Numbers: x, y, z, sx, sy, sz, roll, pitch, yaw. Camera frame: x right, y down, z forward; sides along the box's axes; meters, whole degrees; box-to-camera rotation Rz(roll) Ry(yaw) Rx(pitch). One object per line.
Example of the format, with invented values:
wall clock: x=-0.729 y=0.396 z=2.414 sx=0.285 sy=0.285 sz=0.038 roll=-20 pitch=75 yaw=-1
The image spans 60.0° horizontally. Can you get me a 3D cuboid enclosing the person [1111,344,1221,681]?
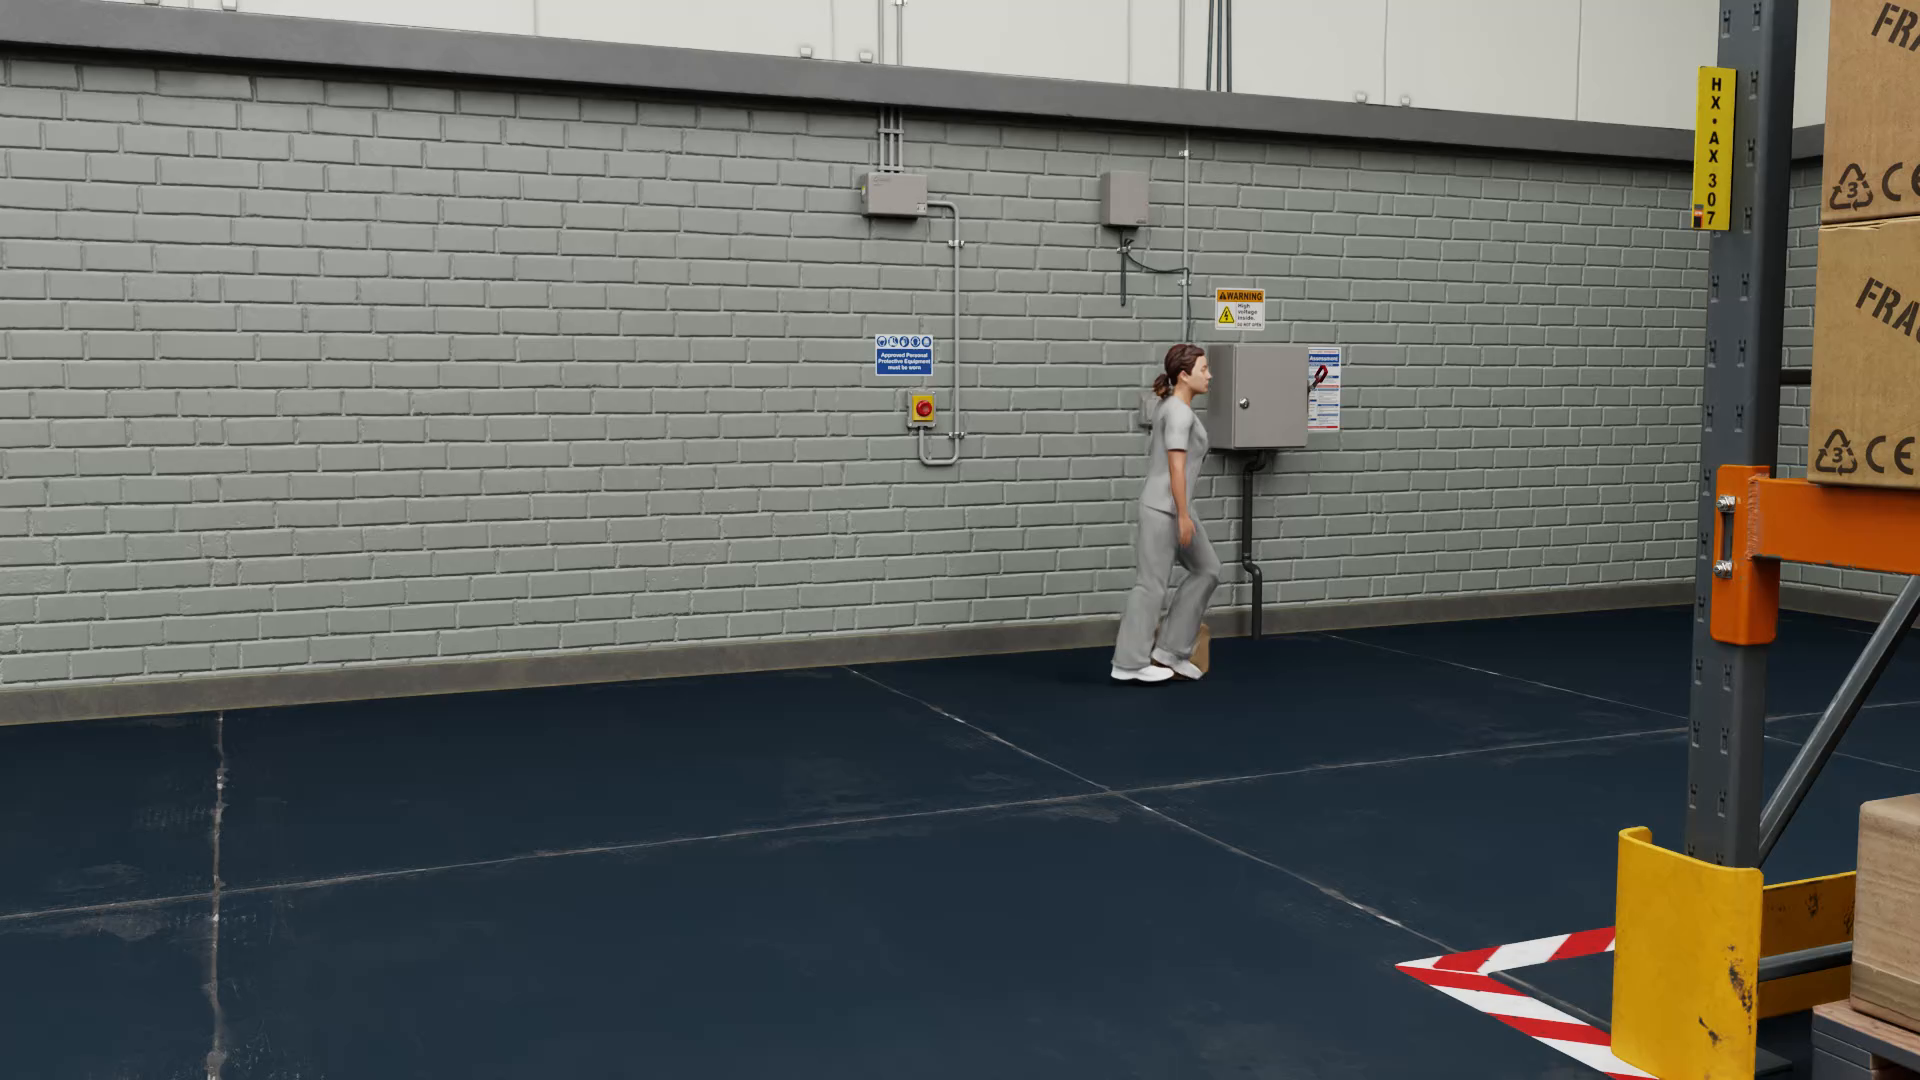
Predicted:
person: x=1.008 y=-0.118 z=8.109 sx=0.534 sy=1.664 sz=0.470 roll=1 pitch=6 yaw=8
